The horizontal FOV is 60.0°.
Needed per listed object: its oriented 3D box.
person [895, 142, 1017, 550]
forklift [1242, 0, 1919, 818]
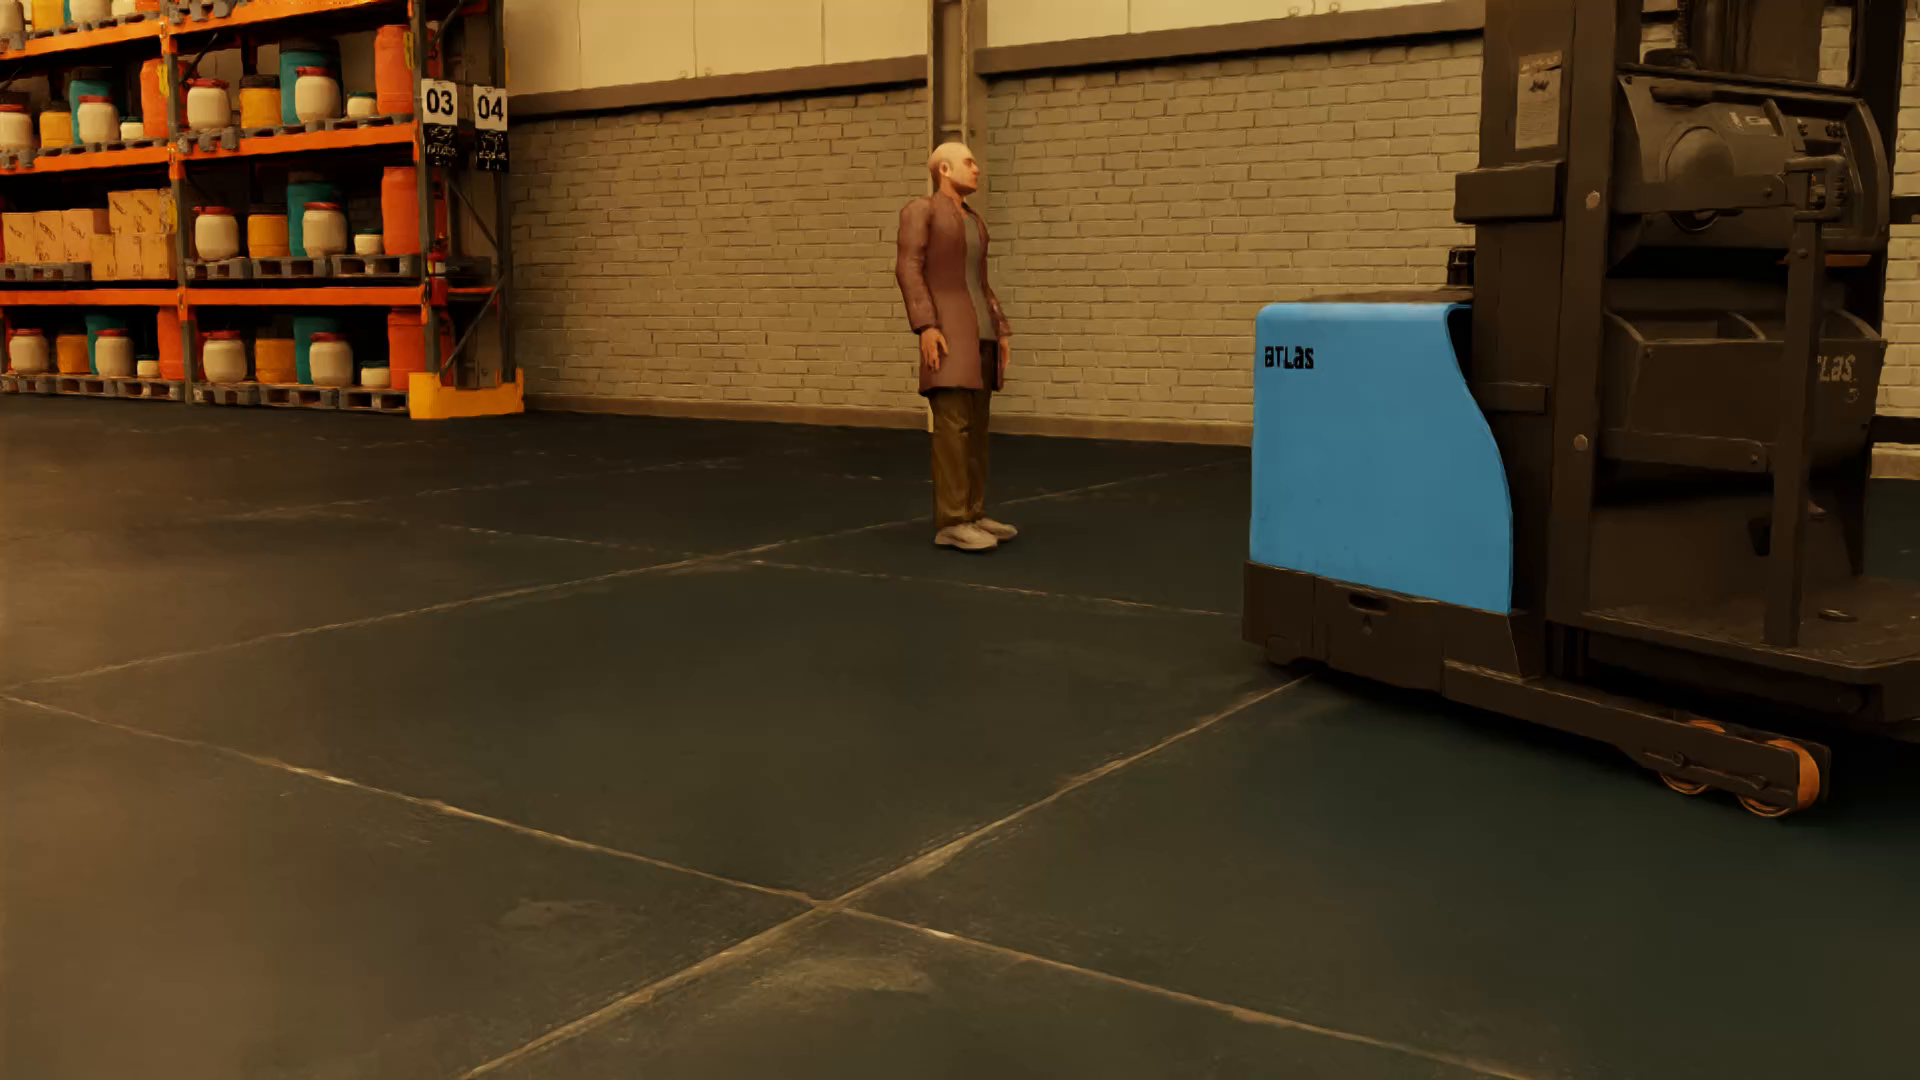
[{"bbox_3d":[0.073,-0.879,7.423,0.580,1.776,0.694,5,10,34],"label":"person"},{"bbox_3d":[2.017,-0.940,3.801,1.130,2.935,3.031,-5,9,-29],"label":"forklift"}]
